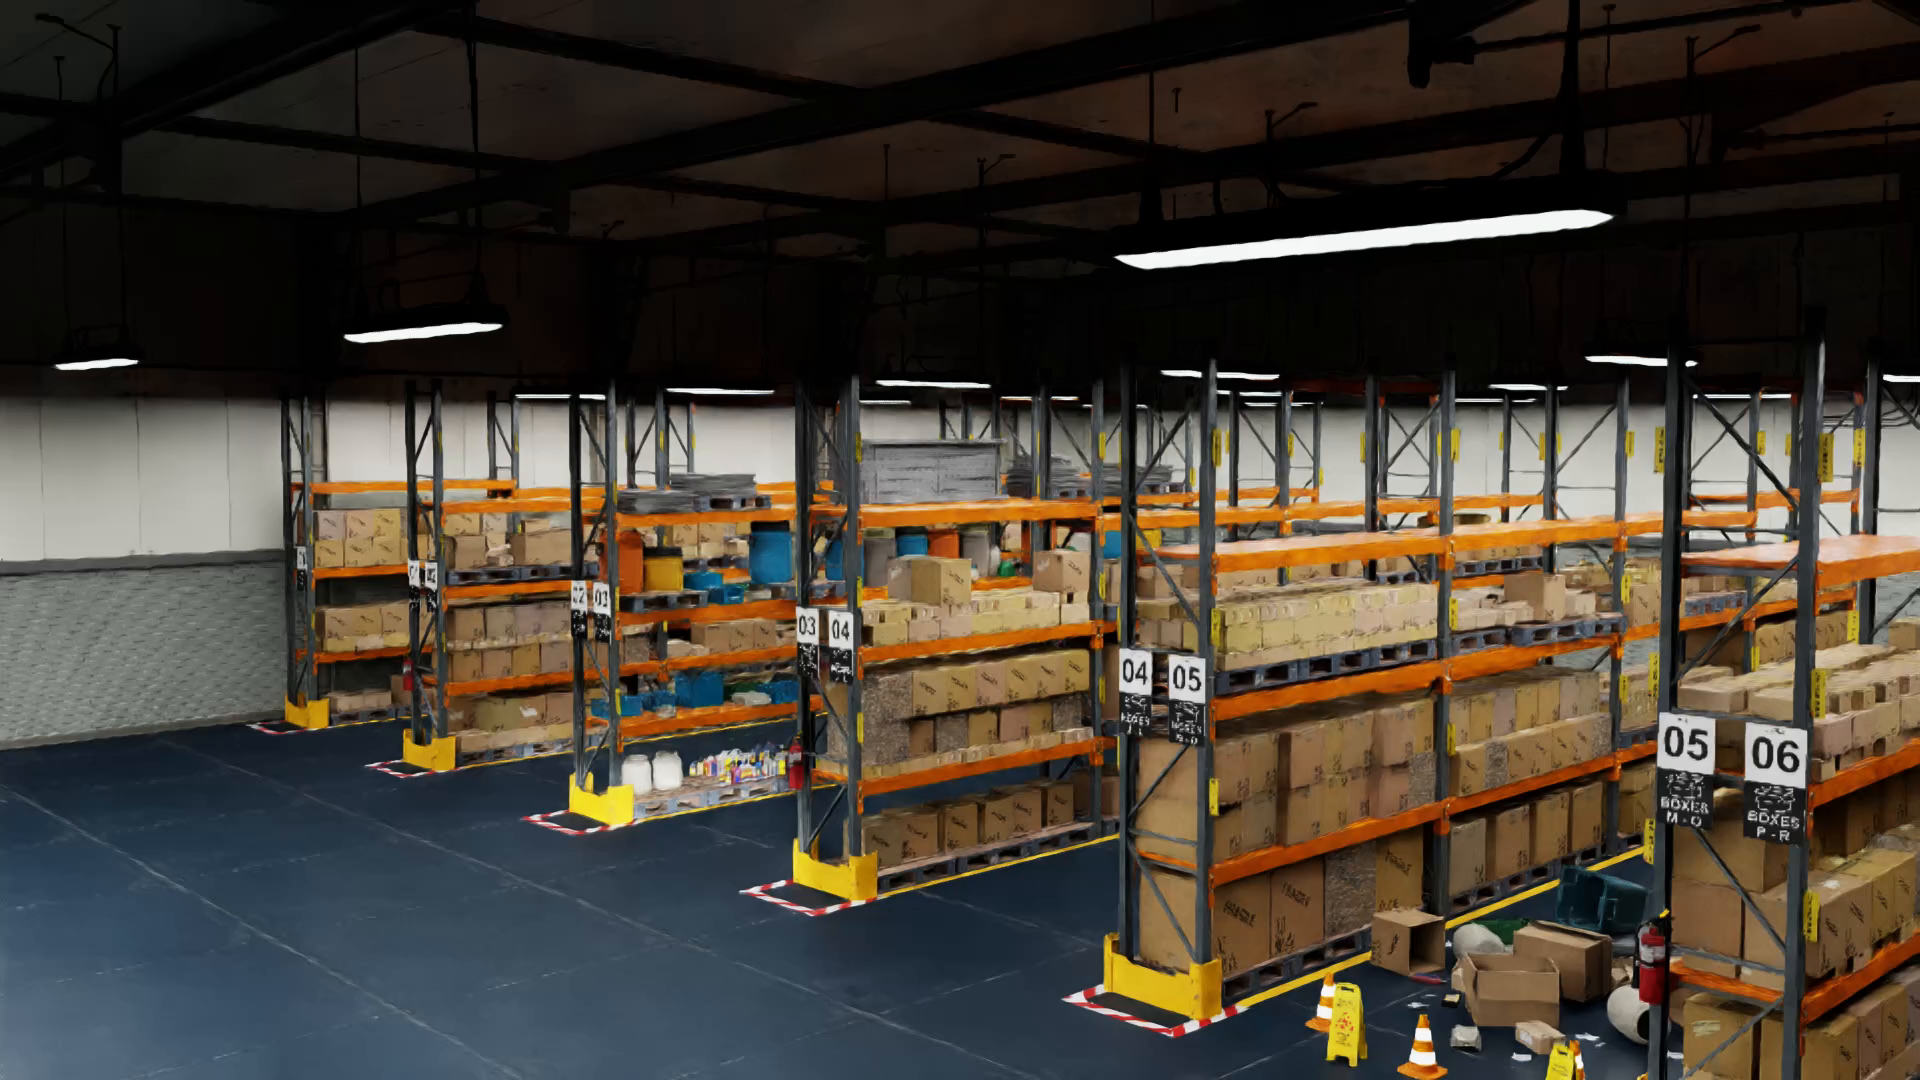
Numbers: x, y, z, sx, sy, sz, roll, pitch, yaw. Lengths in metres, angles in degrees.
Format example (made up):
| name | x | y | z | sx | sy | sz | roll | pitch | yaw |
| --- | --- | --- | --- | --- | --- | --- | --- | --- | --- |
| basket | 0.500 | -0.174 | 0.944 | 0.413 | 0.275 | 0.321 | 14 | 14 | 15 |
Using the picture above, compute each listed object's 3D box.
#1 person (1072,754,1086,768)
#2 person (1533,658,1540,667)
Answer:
| name | x | y | z | sx | sy | sz | roll | pitch | yaw |
| --- | --- | --- | --- | --- | --- | --- | --- | --- | --- |
| person | 1.876 | 2.786 | 24.580 | 0.639 | 1.632 | 0.498 | 4 | 5 | 44 |
| person | 9.349 | 2.607 | 26.649 | 0.677 | 1.726 | 0.574 | 4 | 5 | 44 |
